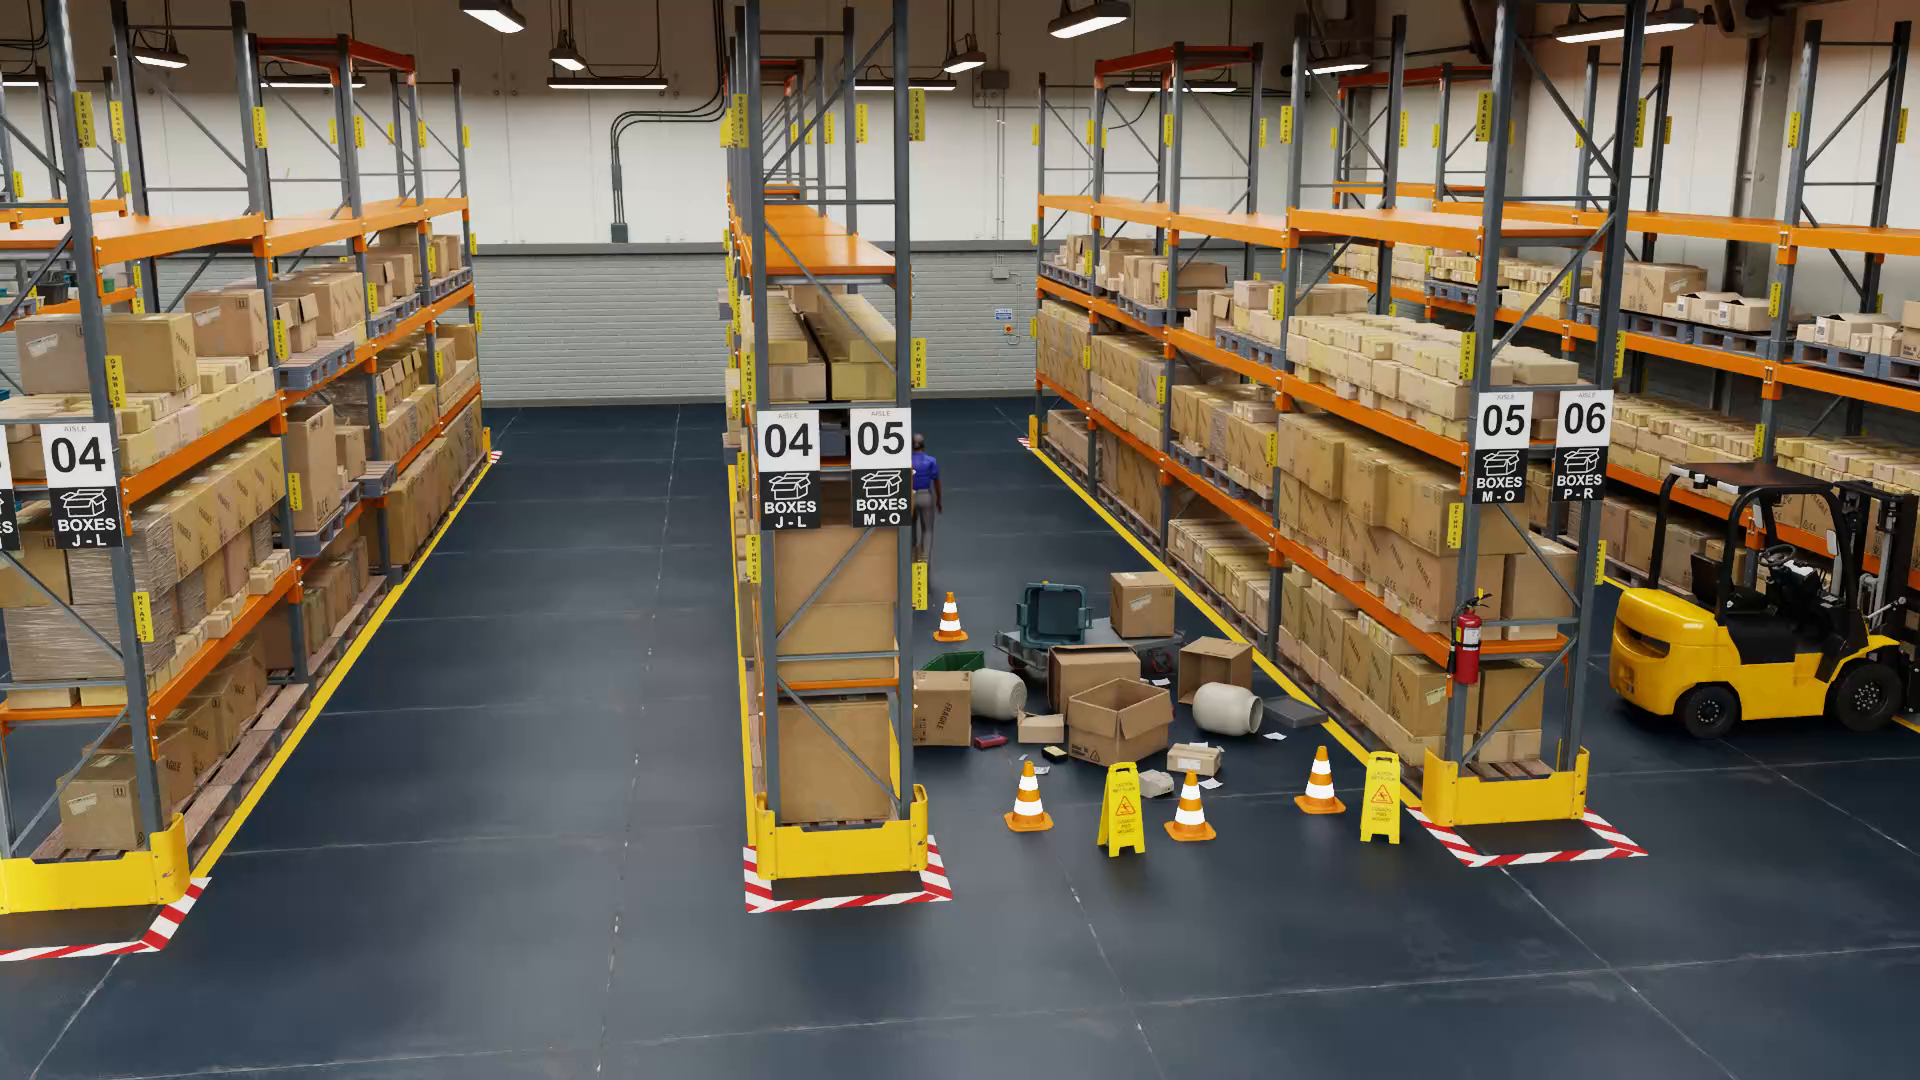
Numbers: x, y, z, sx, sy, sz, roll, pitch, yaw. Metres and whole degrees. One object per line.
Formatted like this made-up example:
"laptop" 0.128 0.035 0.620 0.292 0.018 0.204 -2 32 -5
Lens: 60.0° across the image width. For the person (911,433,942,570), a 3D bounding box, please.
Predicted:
"person" -0.453 -0.438 19.338 0.497 1.611 0.947 -1 13 -2
